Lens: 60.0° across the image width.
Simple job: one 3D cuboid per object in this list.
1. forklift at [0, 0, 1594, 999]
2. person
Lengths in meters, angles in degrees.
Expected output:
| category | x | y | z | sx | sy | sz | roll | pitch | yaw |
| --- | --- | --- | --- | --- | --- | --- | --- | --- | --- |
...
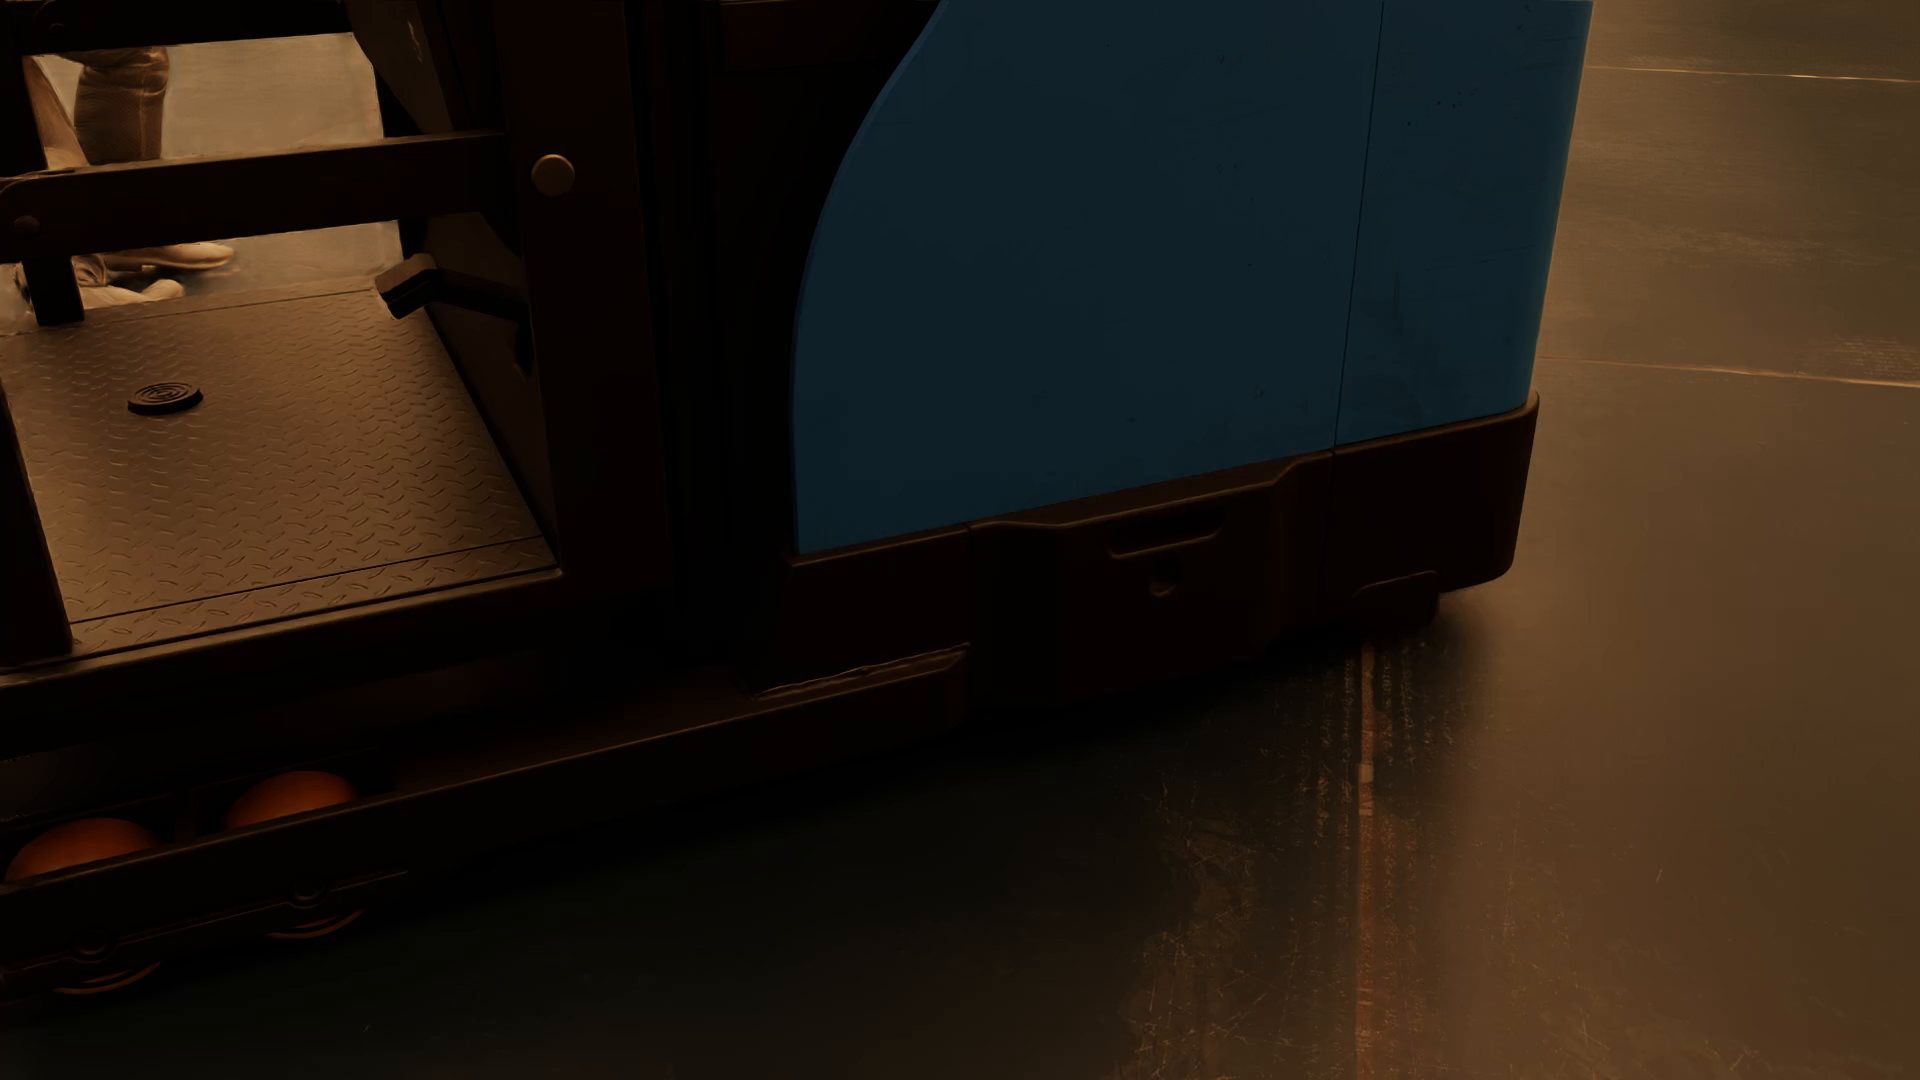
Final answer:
| category | x | y | z | sx | sy | sz | roll | pitch | yaw |
| --- | --- | --- | --- | --- | --- | --- | --- | --- | --- |
| forklift | -0.797 | -1.138 | 1.501 | 3.031 | 2.935 | 1.130 | -12 | 29 | -22 |
| person | -1.608 | -1.186 | 3.176 | 0.881 | 1.551 | 1.100 | 10 | 28 | 18 |
